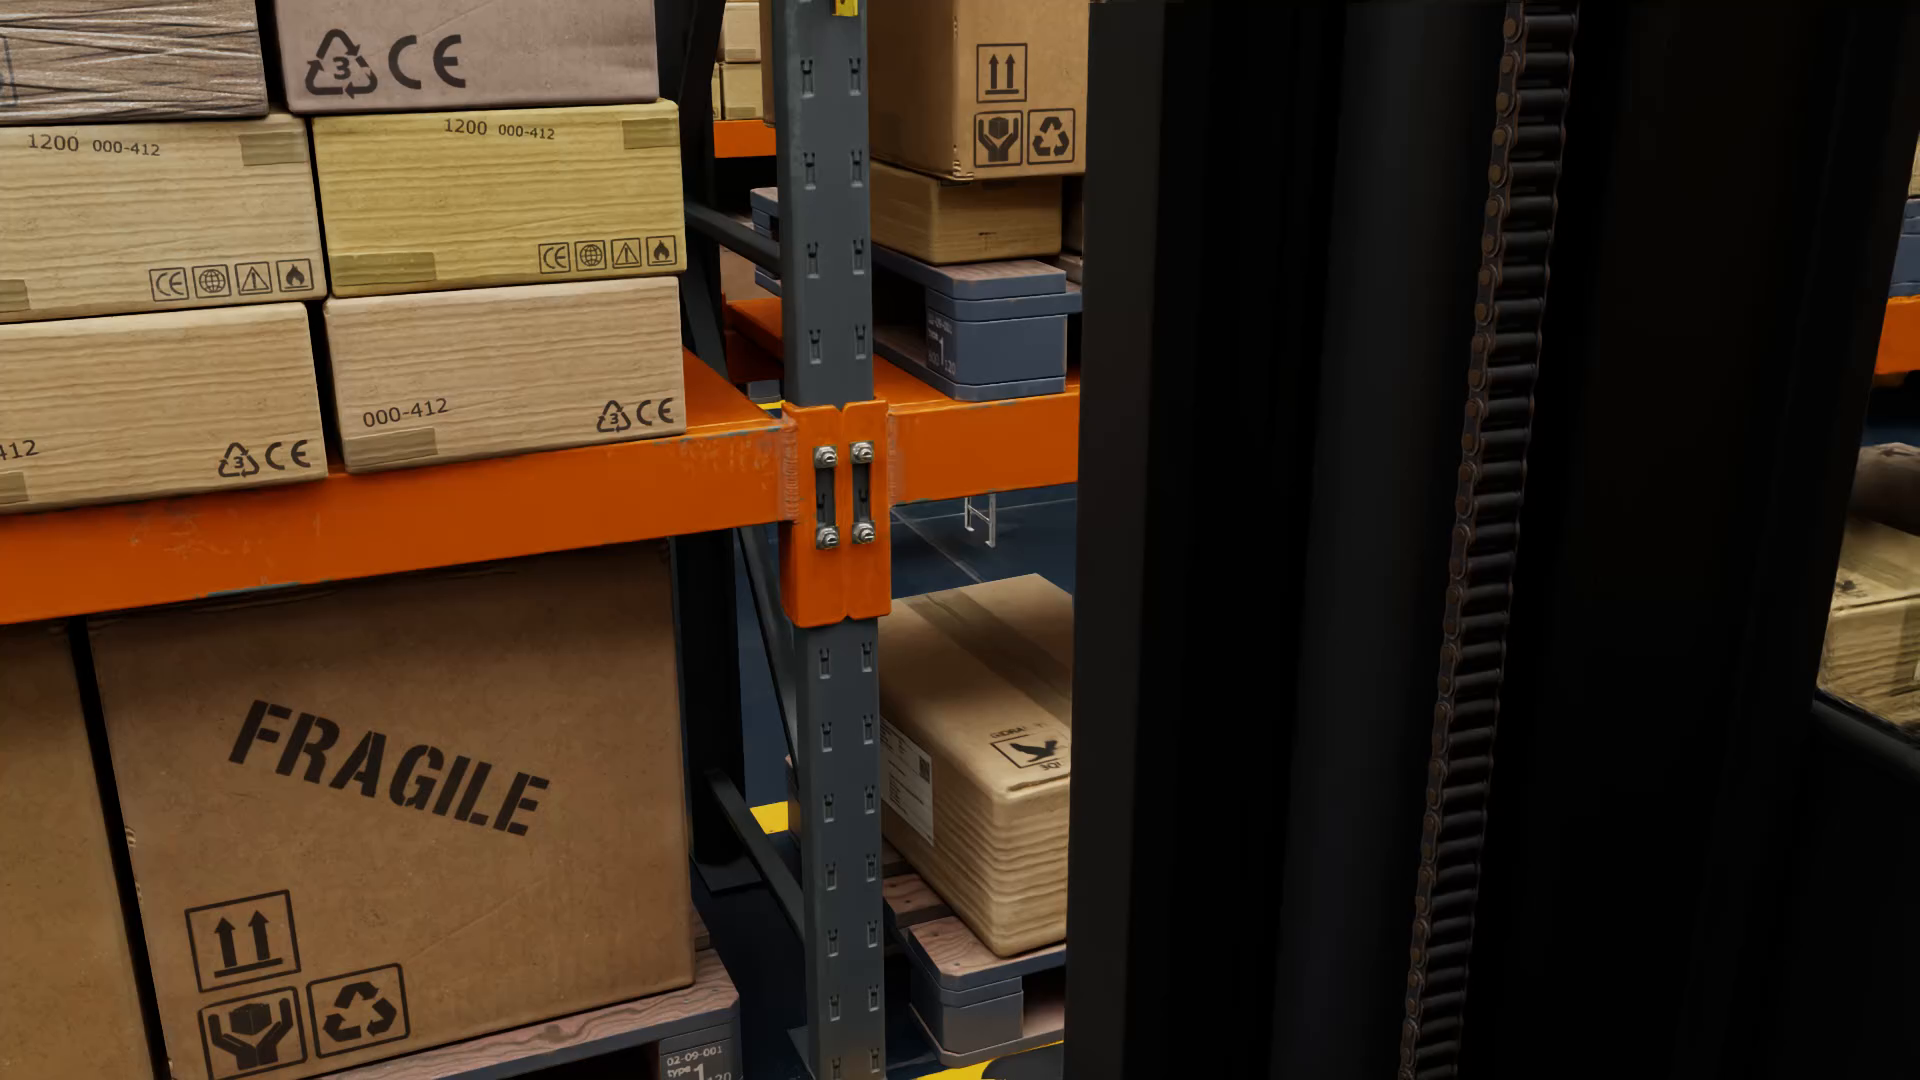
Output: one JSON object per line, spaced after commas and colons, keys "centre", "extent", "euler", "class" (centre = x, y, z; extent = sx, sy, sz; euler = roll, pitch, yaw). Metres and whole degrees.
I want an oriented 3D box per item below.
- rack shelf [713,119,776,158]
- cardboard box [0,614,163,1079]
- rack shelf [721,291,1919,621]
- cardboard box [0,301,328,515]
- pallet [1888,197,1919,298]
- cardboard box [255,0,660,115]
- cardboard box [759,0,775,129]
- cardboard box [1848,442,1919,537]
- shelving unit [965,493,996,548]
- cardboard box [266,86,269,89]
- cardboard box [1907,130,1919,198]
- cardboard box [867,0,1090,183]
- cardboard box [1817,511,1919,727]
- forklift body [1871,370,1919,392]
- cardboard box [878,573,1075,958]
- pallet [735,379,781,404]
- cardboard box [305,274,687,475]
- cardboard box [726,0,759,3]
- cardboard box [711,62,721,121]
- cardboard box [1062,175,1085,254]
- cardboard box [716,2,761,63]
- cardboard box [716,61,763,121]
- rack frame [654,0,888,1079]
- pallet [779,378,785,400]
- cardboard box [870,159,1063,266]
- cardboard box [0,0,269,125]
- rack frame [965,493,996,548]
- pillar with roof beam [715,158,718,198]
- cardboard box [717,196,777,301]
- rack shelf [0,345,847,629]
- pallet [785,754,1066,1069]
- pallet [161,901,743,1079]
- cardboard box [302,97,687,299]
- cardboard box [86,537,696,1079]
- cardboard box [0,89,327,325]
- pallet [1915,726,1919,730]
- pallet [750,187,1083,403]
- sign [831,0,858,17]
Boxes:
{"centre": [-0.523, -1.971, 8.188], "extent": [4.000, 0.370, 1.077], "euler": [-8, 21, -22], "class": "rack shelf"}
{"centre": [-1.878, 0.451, 2.791], "extent": [0.875, 0.875, 0.875], "euler": [-8, 21, -21], "class": "cardboard box"}
{"centre": [1.446, -0.458, 3.890], "extent": [4.000, 0.370, 1.077], "euler": [-8, 21, -22], "class": "rack shelf"}
{"centre": [-1.215, -0.246, 2.430], "extent": [0.500, 0.250, 0.500], "euler": [-8, 21, -21], "class": "cardboard box"}
{"centre": [1.411, -0.717, 3.831], "extent": [1.213, 0.211, 1.003], "euler": [-8, 21, -22], "class": "pallet"}
{"centre": [-0.761, -0.906, 2.421], "extent": [0.500, 0.500, 0.500], "euler": [-9, 21, -23], "class": "cardboard box"}
{"centre": [-0.083, -1.065, 3.298], "extent": [0.500, 0.500, 0.500], "euler": [-9, 21, -23], "class": "cardboard box"}
{"centre": [2.802, 0.050, 4.687], "extent": [0.625, 0.372, 0.950], "euler": [-8, 21, -21], "class": "cardboard box"}
{"centre": [-0.152, -0.544, 5.761], "extent": [0.503, 1.200, 0.258], "euler": [-8, 21, -22], "class": "shelving unit"}
{"centre": [-1.392, -0.995, 2.675], "extent": [0.500, 0.500, 0.500], "euler": [-8, 21, -22], "class": "cardboard box"}
{"centre": [1.977, -0.859, 3.690], "extent": [0.250, 0.149, 0.380], "euler": [-8, 21, -22], "class": "cardboard box"}
{"centre": [0.115, -0.909, 2.856], "extent": [0.500, 0.500, 0.500], "euler": [-9, 21, -23], "class": "cardboard box"}
{"centre": [2.143, 0.146, 4.415], "extent": [0.625, 0.372, 0.950], "euler": [-7, 21, -19], "class": "cardboard box"}
{"centre": [3.967, -1.894, 8.163], "extent": [1.214, 2.155, 2.313], "euler": [-8, 21, -22], "class": "forklift body"}
{"centre": [0.132, 0.436, 3.593], "extent": [0.625, 0.372, 0.950], "euler": [-10, 22, -26], "class": "cardboard box"}
{"centre": [-1.589, -0.829, 8.058], "extent": [1.213, 0.211, 1.003], "euler": [-8, 21, -22], "class": "pallet"}
{"centre": [-0.752, -0.318, 2.635], "extent": [0.500, 0.250, 0.500], "euler": [-9, 21, -24], "class": "cardboard box"}
{"centre": [-1.026, -2.510, 7.508], "extent": [0.250, 0.149, 0.380], "euler": [-8, 21, -21], "class": "cardboard box"}
{"centre": [-1.392, -2.025, 7.484], "extent": [0.500, 0.250, 0.500], "euler": [-9, 21, -23], "class": "cardboard box"}
{"centre": [0.255, -0.627, 3.032], "extent": [0.250, 0.149, 0.380], "euler": [-10, 22, -25], "class": "cardboard box"}
{"centre": [-0.908, -2.325, 7.583], "extent": [0.500, 0.250, 0.500], "euler": [-9, 21, -23], "class": "cardboard box"}
{"centre": [-0.922, -2.095, 7.682], "extent": [0.500, 0.250, 0.500], "euler": [-9, 21, -24], "class": "cardboard box"}
{"centre": [-0.390, -0.535, 3.024], "extent": [0.127, 3.000, 1.000], "euler": [-8, 21, -22], "class": "rack frame"}
{"centre": [-0.470, -0.988, 8.510], "extent": [1.213, 0.211, 1.003], "euler": [-8, 21, -22], "class": "pallet"}
{"centre": [-0.018, -0.600, 2.956], "extent": [0.250, 0.149, 0.380], "euler": [-9, 22, -25], "class": "cardboard box"}
{"centre": [-1.229, -0.836, 2.222], "extent": [0.500, 0.500, 0.500], "euler": [-8, 21, -21], "class": "cardboard box"}
{"centre": [0.072, -0.576, 5.852], "extent": [0.015, 1.200, 0.240], "euler": [-8, 21, -22], "class": "rack frame"}
{"centre": [0.185, -4.011, 3.864], "extent": [0.400, 9.000, 9.100], "euler": [-8, 21, -22], "class": "pillar with roof beam"}
{"centre": [-1.185, -1.292, 8.118], "extent": [0.625, 0.625, 0.875], "euler": [-7, 21, -20], "class": "cardboard box"}
{"centre": [-2.227, 0.068, 2.396], "extent": [4.000, 0.370, 1.077], "euler": [-8, 21, -22], "class": "rack shelf"}
{"centre": [0.328, 0.678, 3.777], "extent": [1.213, 0.211, 1.003], "euler": [-8, 21, -22], "class": "pallet"}
{"centre": [-1.144, 0.862, 3.257], "extent": [1.213, 0.211, 1.003], "euler": [-8, 21, -22], "class": "pallet"}
{"centre": [-0.734, -0.558, 2.564], "extent": [0.500, 0.250, 0.500], "euler": [-8, 21, -22], "class": "cardboard box"}
{"centre": [-1.057, 0.335, 3.121], "extent": [0.875, 0.875, 0.875], "euler": [-8, 21, -22], "class": "cardboard box"}
{"centre": [-1.204, -0.490, 2.370], "extent": [0.500, 0.250, 0.500], "euler": [-9, 21, -23], "class": "cardboard box"}
{"centre": [2.568, 0.357, 4.689], "extent": [1.213, 0.211, 1.003], "euler": [-8, 21, -22], "class": "pallet"}
{"centre": [0.222, -0.570, 3.414], "extent": [1.003, 0.211, 1.213], "euler": [-8, 21, -22], "class": "pallet"}
{"centre": [-0.167, -0.912, 2.352], "extent": [0.005, 0.325, 0.100], "euler": [-8, 21, -22], "class": "sign"}
